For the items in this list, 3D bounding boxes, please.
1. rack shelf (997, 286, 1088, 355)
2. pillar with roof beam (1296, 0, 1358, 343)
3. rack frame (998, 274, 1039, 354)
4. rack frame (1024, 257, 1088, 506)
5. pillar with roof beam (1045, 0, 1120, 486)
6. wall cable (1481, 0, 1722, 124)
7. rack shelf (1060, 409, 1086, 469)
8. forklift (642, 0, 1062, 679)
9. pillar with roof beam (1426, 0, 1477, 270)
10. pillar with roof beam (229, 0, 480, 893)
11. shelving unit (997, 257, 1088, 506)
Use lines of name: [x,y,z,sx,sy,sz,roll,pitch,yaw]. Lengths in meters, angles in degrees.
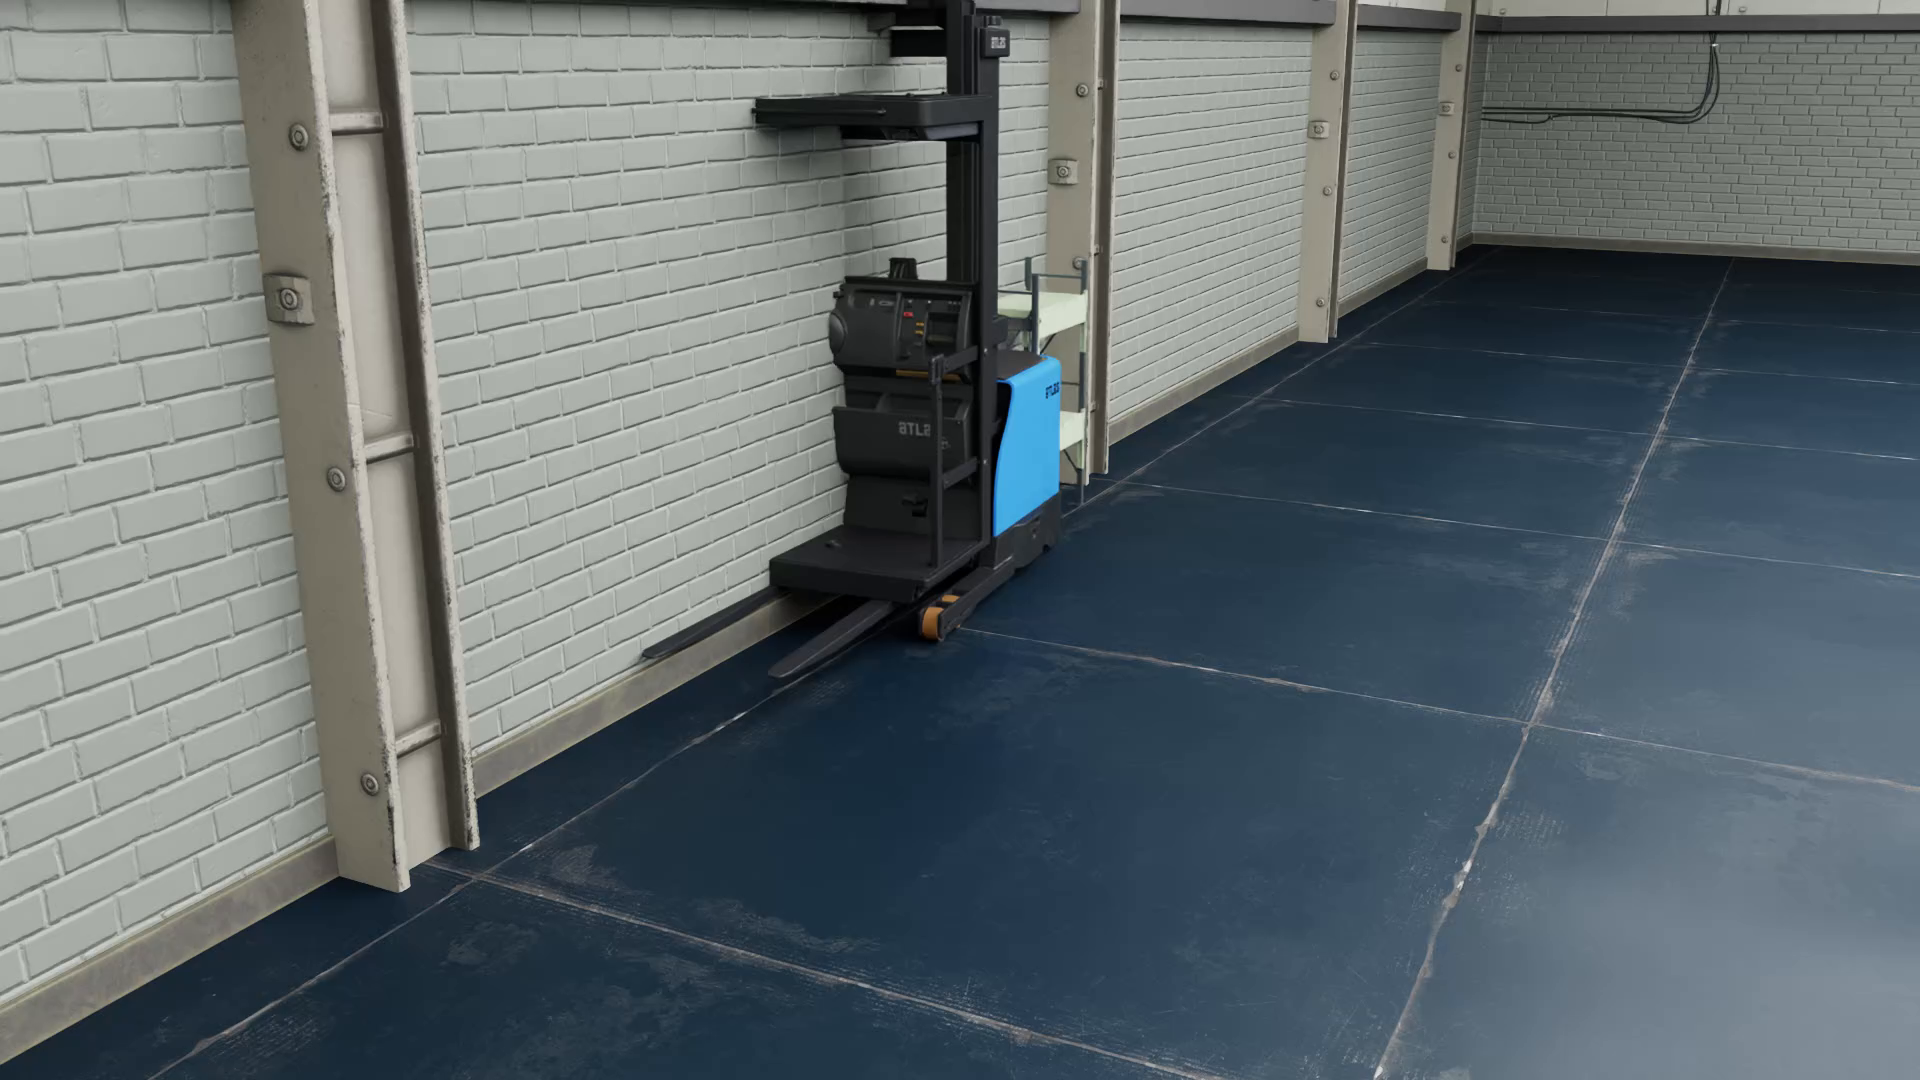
rack shelf: [0.413,-1.237,9.685,0.431,0.370,0.720,8,18,25]
pillar with roof beam: [7.291,-5.713,12.956,9.100,9.000,0.400,8,18,25]
rack frame: [0.253,-0.769,9.480,0.400,1.500,0.023,8,18,25]
rack frame: [0.573,-0.957,10.111,0.400,1.500,0.023,8,18,25]
pillar with roof beam: [4.610,-4.185,7.810,9.100,9.000,0.400,8,18,25]
wall cable: [8.620,-6.883,22.347,3.097,2.526,0.112,8,18,25]
rack shelf: [0.413,-0.550,9.889,0.431,0.370,0.720,8,18,25]
forklift: [-0.464,-1.060,7.945,1.130,2.935,3.031,7,18,22]
pillar with roof beam: [9.972,-7.242,18.101,9.100,9.000,0.400,8,18,25]
pillar with roof beam: [1.929,-2.657,2.665,9.100,9.000,0.400,8,18,25]
shelving unit: [0.413,-0.863,9.796,0.431,1.500,0.755,8,18,25]
